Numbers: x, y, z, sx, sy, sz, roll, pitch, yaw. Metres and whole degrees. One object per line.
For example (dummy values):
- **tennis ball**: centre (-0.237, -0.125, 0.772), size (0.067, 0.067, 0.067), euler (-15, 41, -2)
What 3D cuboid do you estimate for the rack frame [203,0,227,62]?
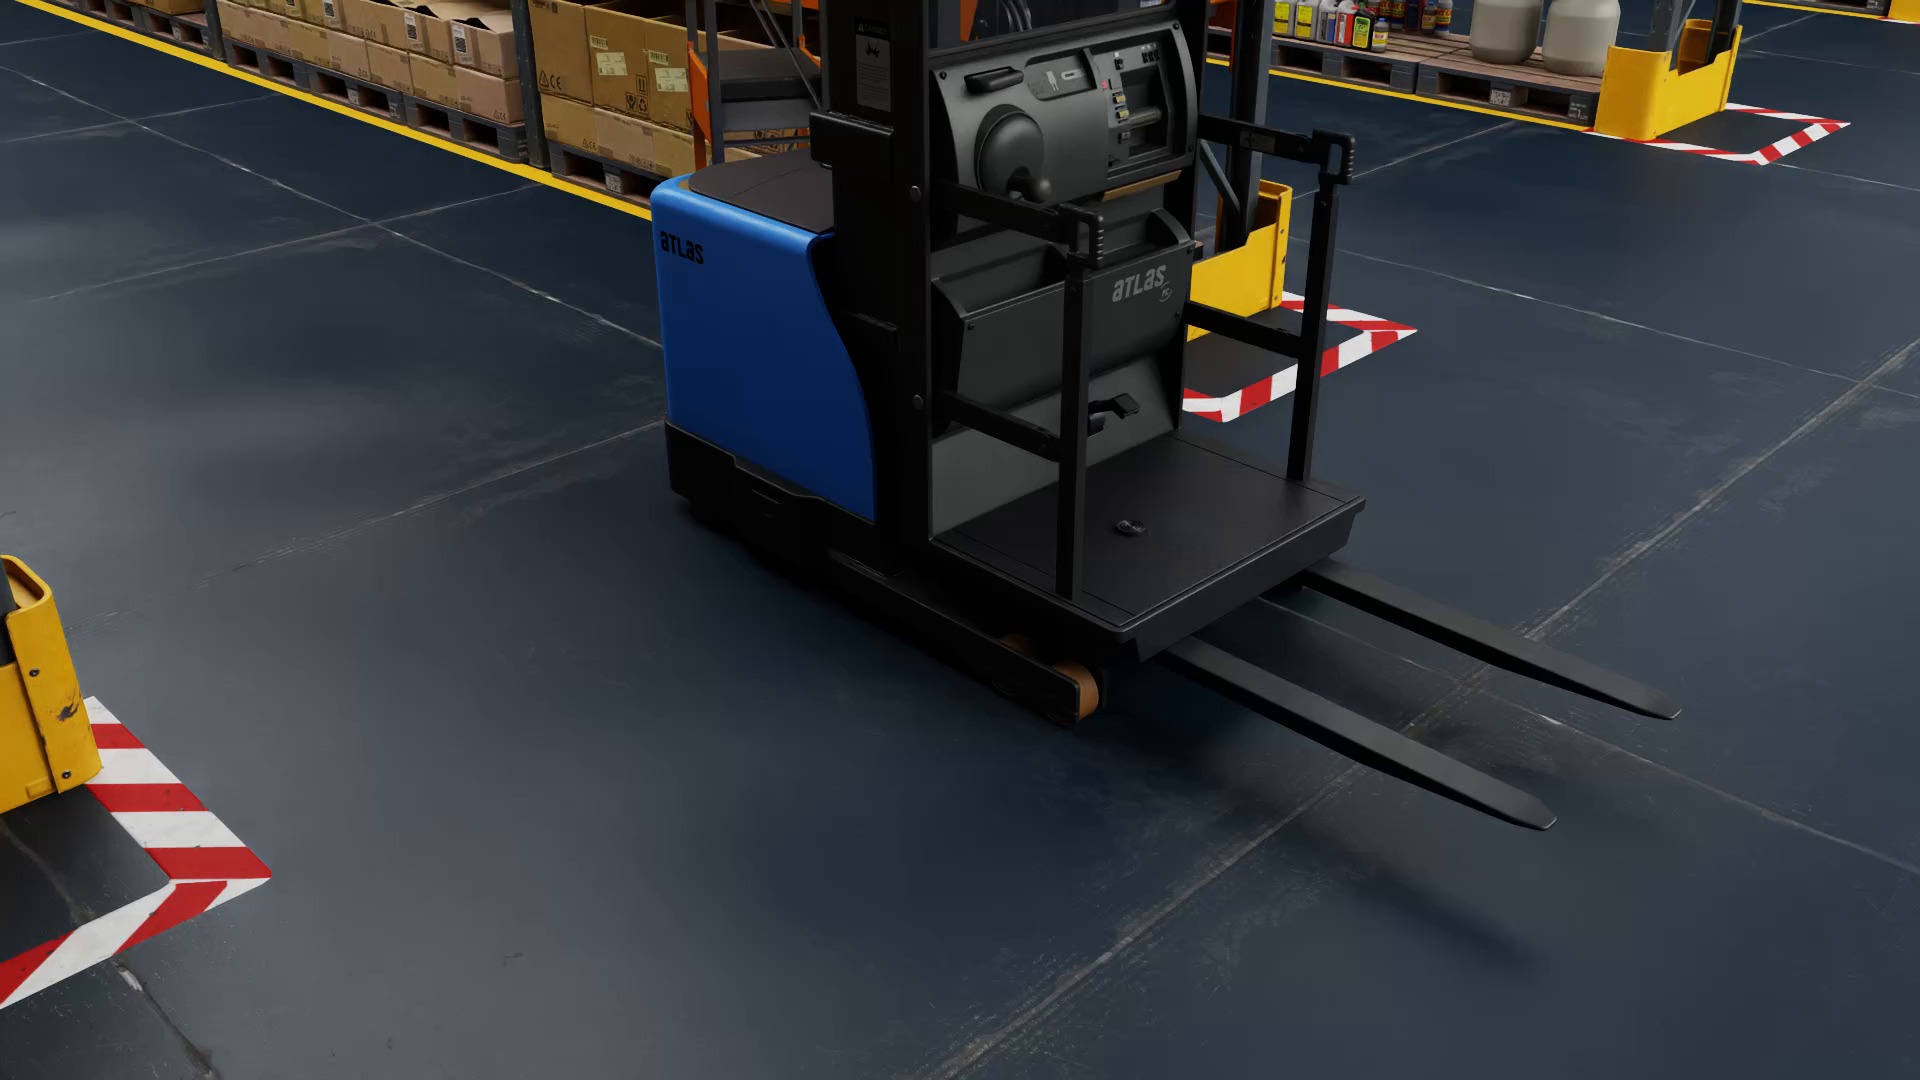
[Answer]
- **rack frame**: centre (-4.832, -4.842, 11.235), size (0.127, 3.000, 1.000), euler (25, 36, 38)

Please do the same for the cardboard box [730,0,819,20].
- **cardboard box**: centre (-0.789, -2.430, 8.345), size (0.500, 0.500, 0.500), euler (25, 36, 38)

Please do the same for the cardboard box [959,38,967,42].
- **cardboard box**: centre (-0.078, -2.102, 7.722), size (0.500, 0.500, 0.500), euler (25, 36, 38)

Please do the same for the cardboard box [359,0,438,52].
- **cardboard box**: centre (-3.199, -3.122, 9.865), size (0.500, 0.311, 0.500), euler (24, 36, 38)

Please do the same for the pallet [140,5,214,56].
- **pallet**: centre (-5.338, -3.864, 12.371), size (1.213, 0.211, 1.003), euler (25, 36, 38)

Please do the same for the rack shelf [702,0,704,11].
- **rack shelf**: centre (-0.677, -2.026, 5.370), size (0.431, 0.518, 0.480), euler (-7, 29, -14)

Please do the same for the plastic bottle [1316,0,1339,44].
- **plastic bottle**: centre (2.471, -3.453, 11.049), size (0.135, 0.276, 0.152), euler (23, 36, 37)

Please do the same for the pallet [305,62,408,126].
- **pallet**: centre (-3.407, -2.928, 10.591), size (1.213, 0.211, 1.003), euler (25, 36, 38)

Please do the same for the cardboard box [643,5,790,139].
- **cardboard box**: centre (-1.156, -2.256, 8.014), size (0.500, 0.500, 0.500), euler (25, 36, 38)

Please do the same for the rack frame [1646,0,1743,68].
- **rack frame**: centre (4.348, -3.874, 9.394), size (0.127, 3.000, 1.000), euler (25, 36, 38)

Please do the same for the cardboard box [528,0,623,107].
- **cardboard box**: centre (-1.869, -2.582, 8.635), size (0.500, 0.500, 0.500), euler (25, 36, 38)

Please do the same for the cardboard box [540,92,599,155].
- **cardboard box**: centre (-1.862, -2.253, 8.816), size (0.500, 0.250, 0.500), euler (25, 36, 38)

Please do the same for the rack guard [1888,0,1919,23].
- **rack guard**: centre (7.766, -4.436, 13.149), size (0.348, 0.500, 1.175), euler (25, 36, 38)

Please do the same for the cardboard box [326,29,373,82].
- **cardboard box**: centre (-3.565, -3.043, 10.318), size (0.500, 0.250, 0.500), euler (-24, 36, -38)

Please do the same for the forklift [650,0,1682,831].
- **forklift**: centre (0.441, -1.087, 4.169), size (1.130, 2.935, 3.031), euler (-24, 36, -38)

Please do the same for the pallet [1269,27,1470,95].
- **pallet**: centre (2.819, -3.314, 11.325), size (1.213, 0.211, 1.003), euler (25, 36, 38)

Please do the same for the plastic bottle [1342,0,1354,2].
- **plastic bottle**: centre (2.740, -3.769, 11.729), size (0.097, 0.201, 0.097), euler (0, 28, 0)

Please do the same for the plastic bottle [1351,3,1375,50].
- **plastic bottle**: centre (2.635, -3.352, 10.848), size (0.061, 0.283, 0.133), euler (-24, 36, -38)

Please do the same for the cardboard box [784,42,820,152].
- **cardboard box**: centre (-0.442, -1.930, 7.394), size (0.500, 0.500, 0.500), euler (25, 36, 38)

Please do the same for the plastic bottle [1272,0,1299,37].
- **plastic bottle**: centre (2.218, -3.600, 11.247), size (0.185, 0.351, 0.144), euler (24, 36, 38)

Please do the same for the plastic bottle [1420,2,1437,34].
- **plastic bottle**: centre (3.199, -3.559, 11.329), size (0.097, 0.201, 0.097), euler (0, 28, 0)

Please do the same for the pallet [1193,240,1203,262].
- **pallet**: centre (0.298, -1.233, 7.367), size (1.213, 0.211, 1.003), euler (25, 36, 38)

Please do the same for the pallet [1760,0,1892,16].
- **pallet**: centre (7.211, -4.585, 13.743), size (1.213, 0.211, 1.003), euler (25, 36, 38)

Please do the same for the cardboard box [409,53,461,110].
- **cardboard box**: centre (-2.838, -2.710, 9.684), size (0.500, 0.250, 0.500), euler (24, 36, 38)

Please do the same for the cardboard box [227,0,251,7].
- **cardboard box**: centre (-4.665, -3.790, 11.136), size (0.500, 0.311, 0.500), euler (-24, 36, -38)

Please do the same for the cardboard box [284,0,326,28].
- **cardboard box**: centre (-3.922, -3.455, 10.497), size (0.500, 0.311, 0.500), euler (23, 36, 37)

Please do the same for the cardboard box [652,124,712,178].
- **cardboard box**: centre (-1.156, -1.924, 8.189), size (0.500, 0.250, 0.500), euler (25, 36, 38)

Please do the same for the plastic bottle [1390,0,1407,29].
- **plastic bottle**: centre (3.029, -3.668, 11.461), size (0.097, 0.271, 0.097), euler (0, 28, 0)

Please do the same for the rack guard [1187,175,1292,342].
- **rack guard**: centre (0.889, -1.117, 6.837), size (0.348, 0.500, 1.175), euler (25, 36, 38)

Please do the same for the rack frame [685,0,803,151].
- **rack frame**: centre (-0.746, -1.527, 5.896), size (0.400, 2.100, 0.015), euler (-7, 29, -14)

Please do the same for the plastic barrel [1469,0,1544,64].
- **plastic barrel**: centre (3.467, -3.312, 10.547), size (0.421, 0.512, 0.421), euler (0, 28, 0)

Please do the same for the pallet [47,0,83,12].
- **pallet**: centre (-7.078, -4.660, 13.885), size (1.213, 0.211, 1.003), euler (25, 36, 38)

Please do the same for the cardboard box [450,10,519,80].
- **cardboard box**: centre (-2.470, -2.791, 9.235), size (0.500, 0.311, 0.500), euler (25, 36, 38)

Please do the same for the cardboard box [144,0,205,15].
- **cardboard box**: centre (-5.664, -4.157, 12.146), size (0.500, 0.500, 0.500), euler (-24, 36, -37)

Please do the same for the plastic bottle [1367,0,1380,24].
- **plastic bottle**: centre (2.887, -3.702, 11.601), size (0.097, 0.201, 0.097), euler (0, 28, 0)

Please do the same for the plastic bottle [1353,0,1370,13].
- **plastic bottle**: centre (2.644, -3.447, 11.028), size (0.133, 0.283, 0.061), euler (25, 36, 38)

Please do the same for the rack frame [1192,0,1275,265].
- **rack frame**: centre (0.872, -2.231, 6.270), size (0.127, 3.000, 1.000), euler (25, 36, 38)

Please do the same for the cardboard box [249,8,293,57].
- **cardboard box**: centre (-4.306, -3.378, 10.955), size (0.500, 0.250, 0.500), euler (23, 36, 37)

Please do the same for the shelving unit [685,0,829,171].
- **shelving unit**: centre (-0.680, -1.418, 5.688), size (0.431, 2.100, 0.503), euler (-7, 29, -14)
